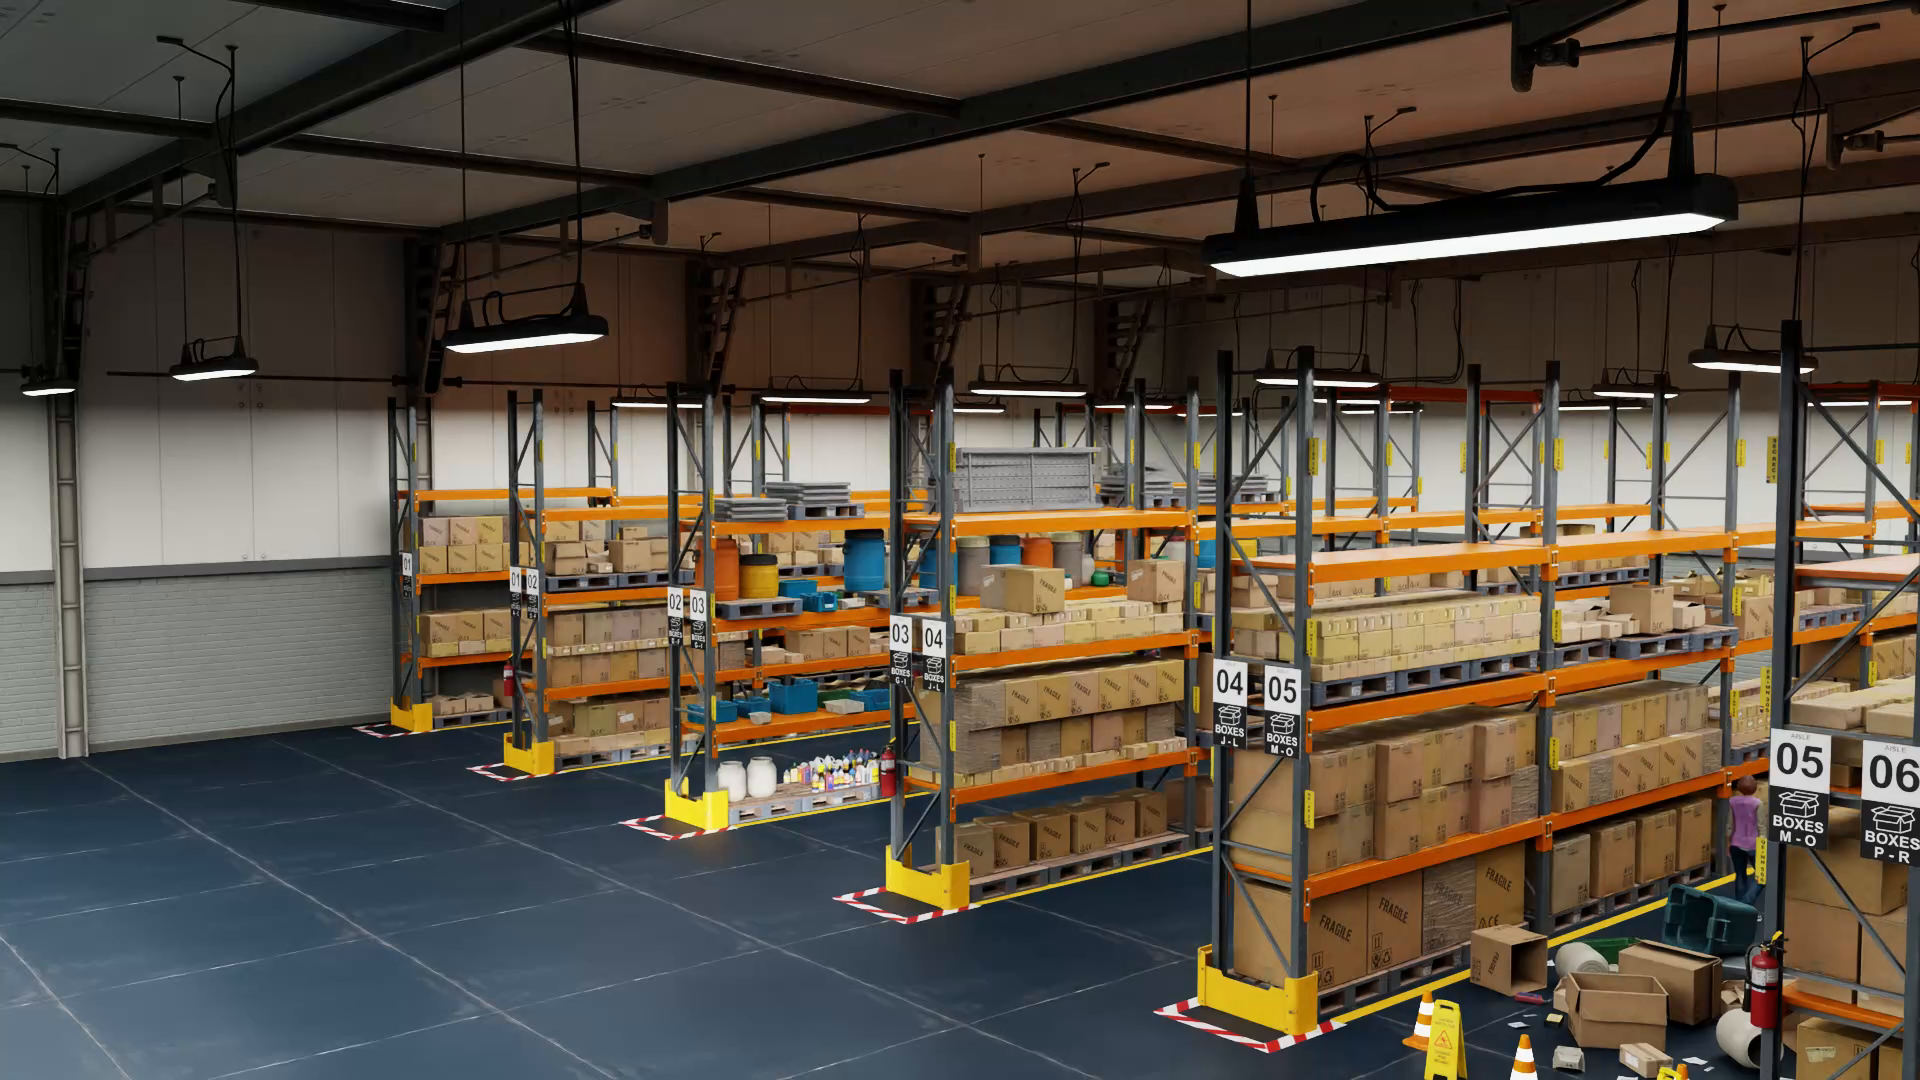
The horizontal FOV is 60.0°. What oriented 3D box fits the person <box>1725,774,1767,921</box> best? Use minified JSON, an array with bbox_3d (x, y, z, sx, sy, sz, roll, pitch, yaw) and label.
[{"bbox_3d":[8.454,3.326,17.892,0.480,1.596,0.462,-3,4,-41],"label":"person"}]
